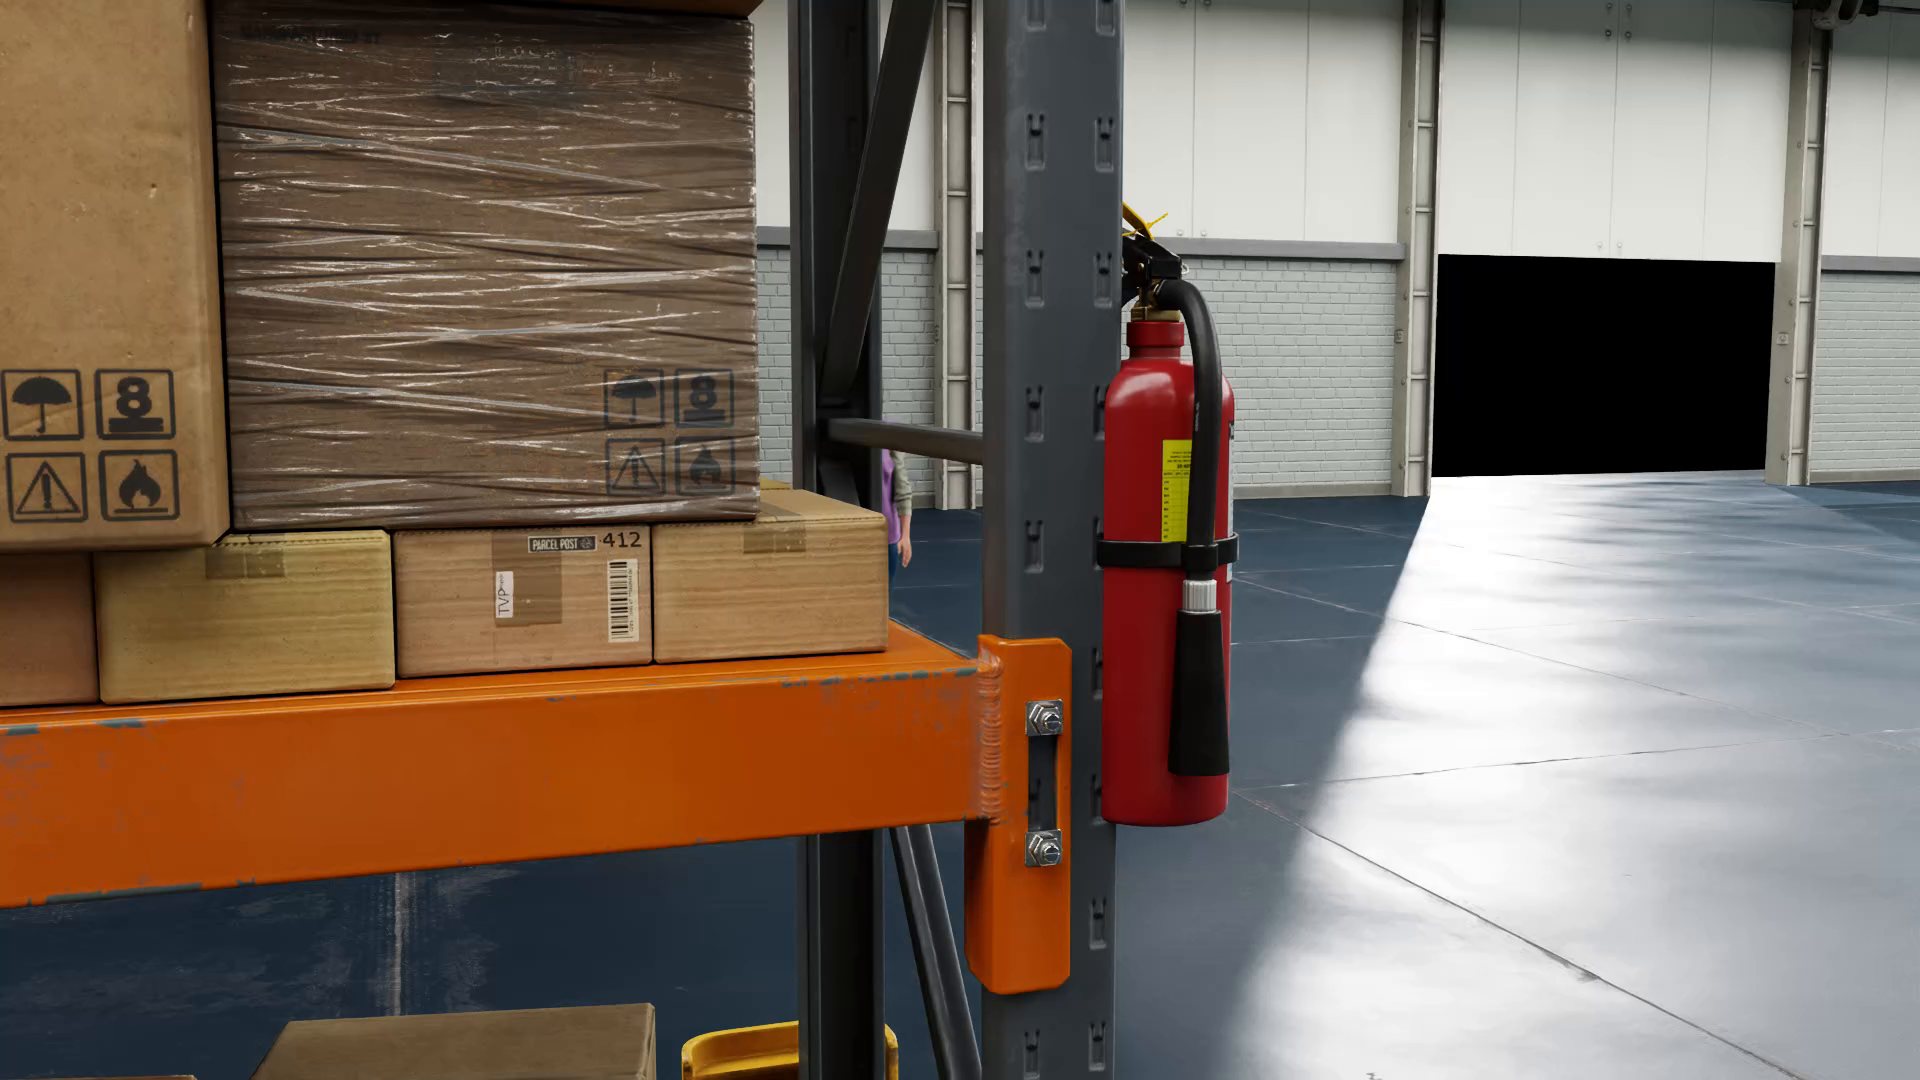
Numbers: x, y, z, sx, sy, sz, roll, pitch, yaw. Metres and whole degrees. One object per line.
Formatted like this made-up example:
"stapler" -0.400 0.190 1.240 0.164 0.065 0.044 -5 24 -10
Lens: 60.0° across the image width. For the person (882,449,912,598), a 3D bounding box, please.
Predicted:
"person" -0.450 -0.020 7.963 0.437 1.546 0.968 -1 6 -7
